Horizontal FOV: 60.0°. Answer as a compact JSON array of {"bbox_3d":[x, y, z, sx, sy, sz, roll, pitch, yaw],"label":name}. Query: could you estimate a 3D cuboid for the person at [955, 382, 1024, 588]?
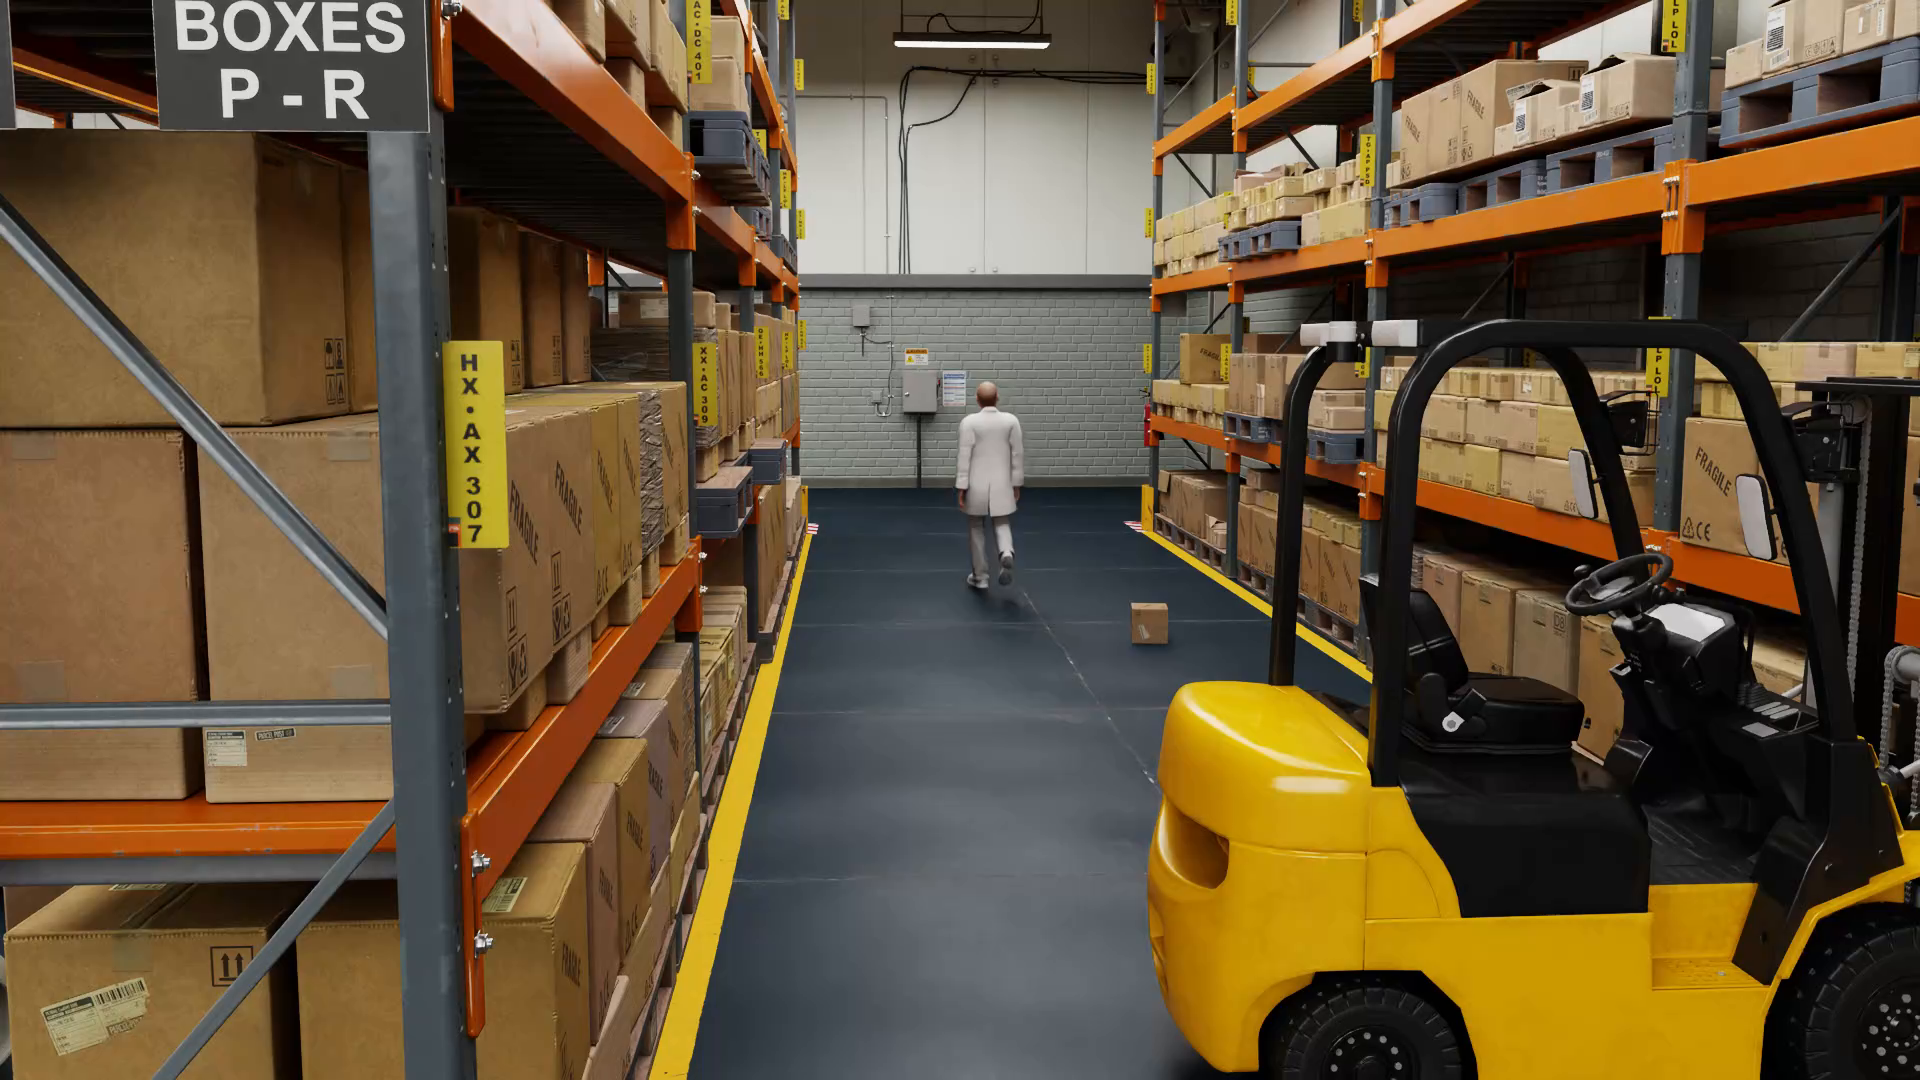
[{"bbox_3d":[0.256,-0.408,14.028,0.587,1.659,0.809,-1,7,-10],"label":"person"}]
